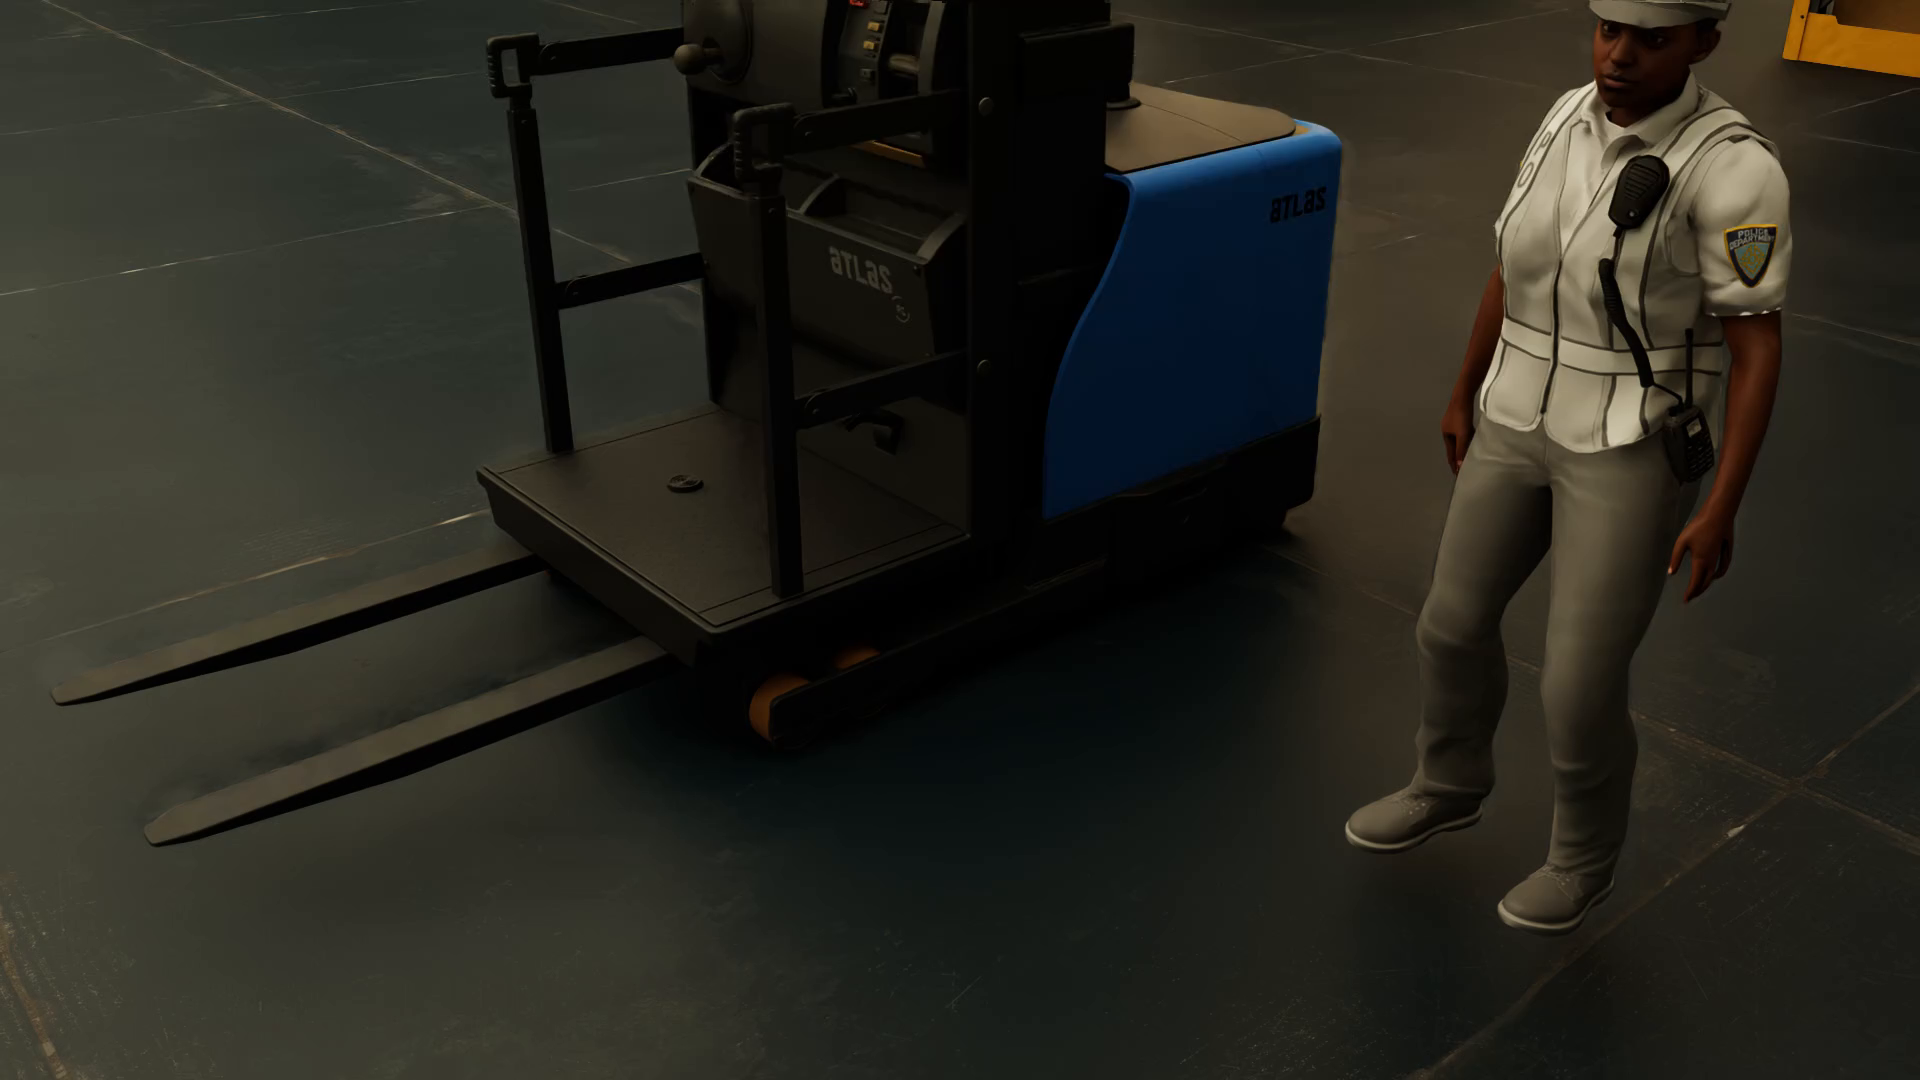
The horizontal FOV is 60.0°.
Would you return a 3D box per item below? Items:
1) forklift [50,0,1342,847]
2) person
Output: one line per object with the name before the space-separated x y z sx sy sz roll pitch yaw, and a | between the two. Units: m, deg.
forklift | -0.476 -1.124 3.468 3.031 2.935 1.130 -21 33 -35
person | 1.014 -0.137 2.741 0.400 1.671 0.603 -16 31 -29
